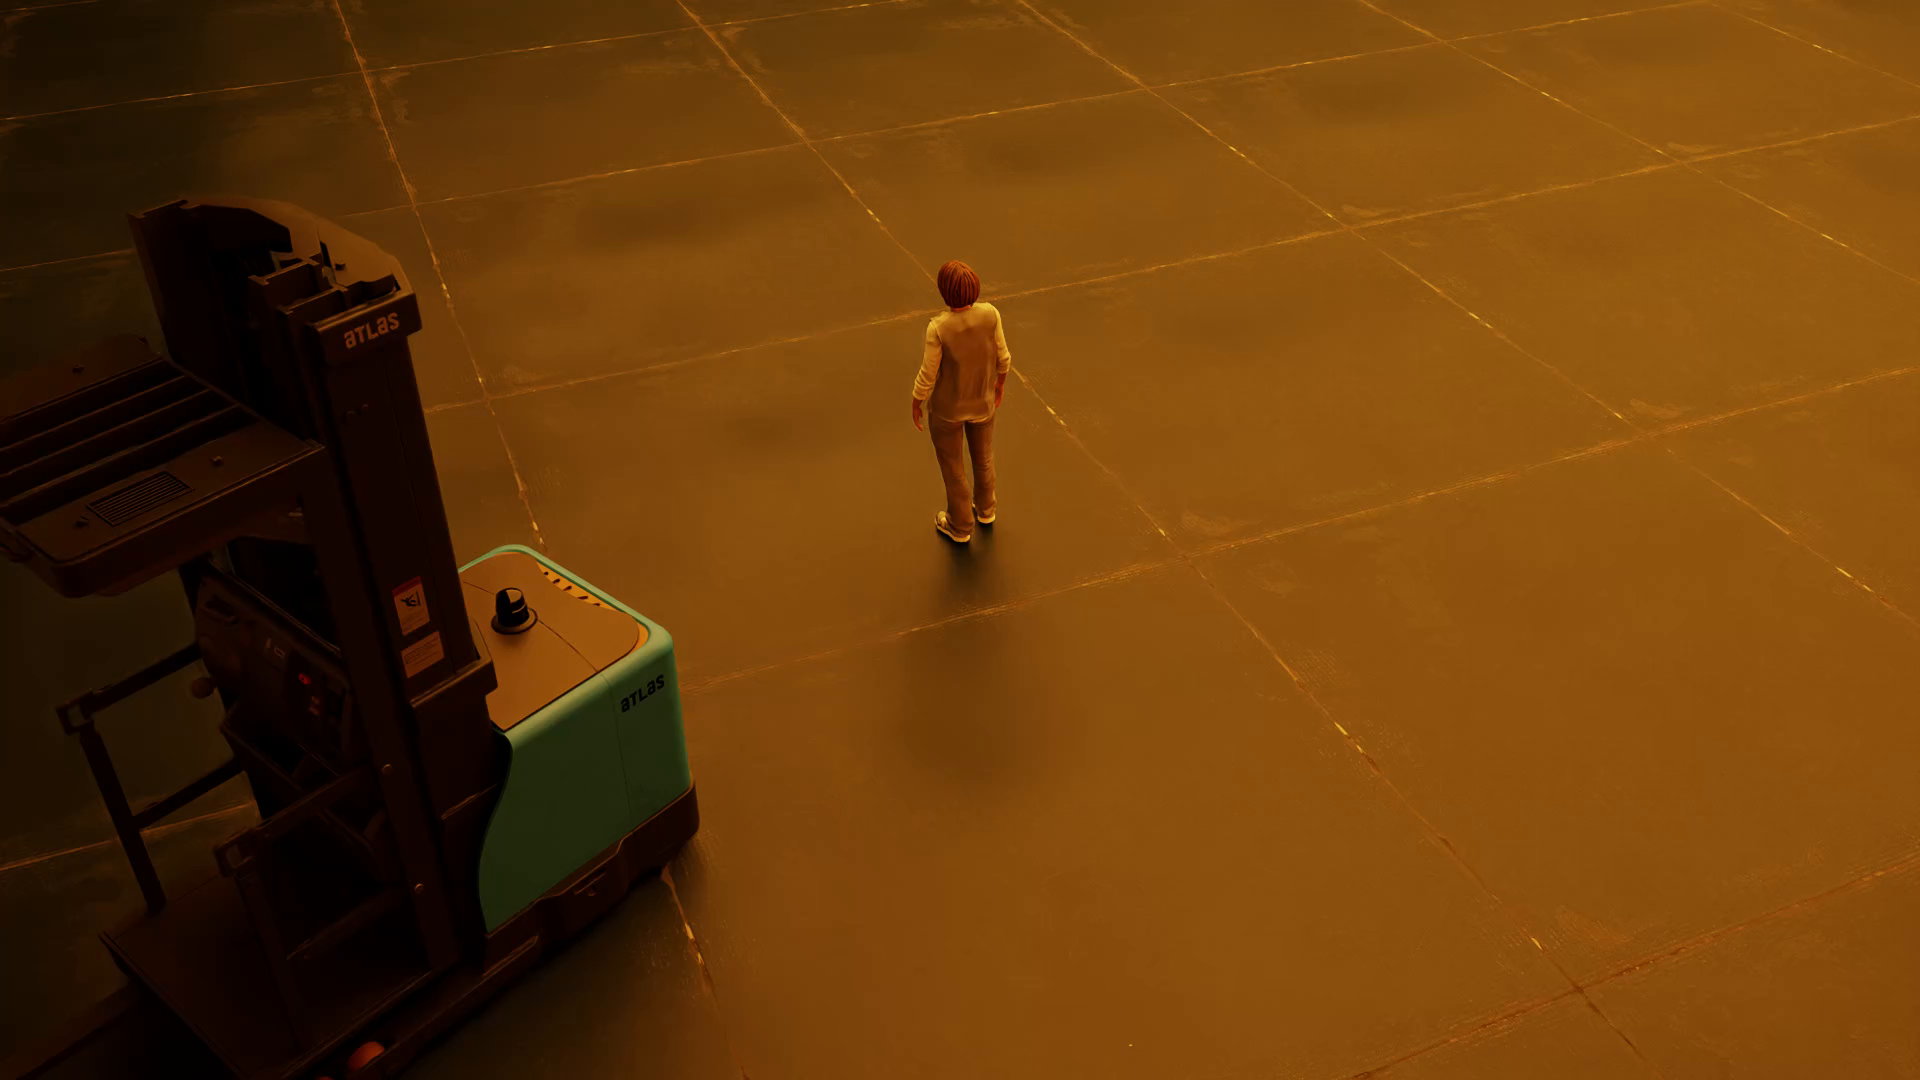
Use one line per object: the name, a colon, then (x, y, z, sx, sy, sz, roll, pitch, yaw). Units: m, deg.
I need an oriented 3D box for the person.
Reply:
person: (-0.016, -0.699, 8.220, 0.521, 1.596, 0.475, -14, 38, -19)

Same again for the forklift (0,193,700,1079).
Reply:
forklift: (-2.407, 0.506, 5.387, 1.130, 2.935, 3.031, 26, 43, 32)
